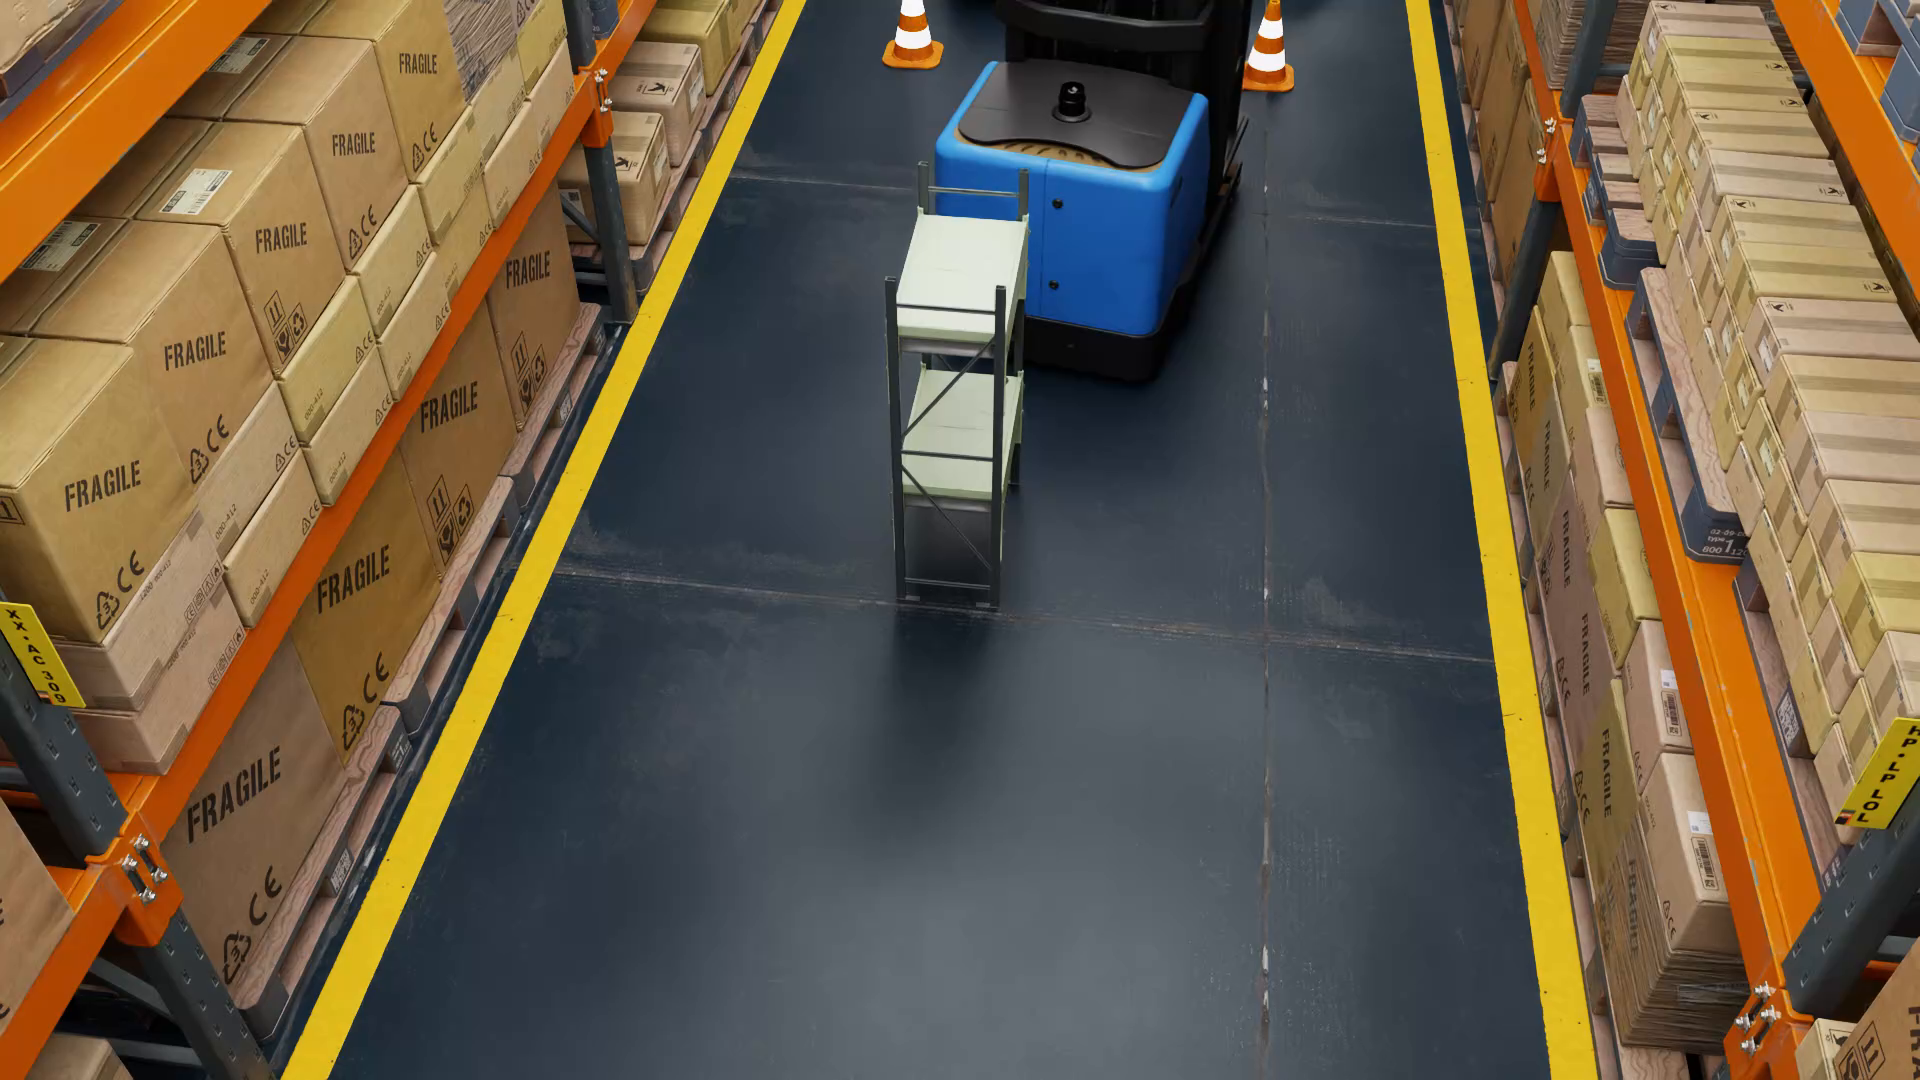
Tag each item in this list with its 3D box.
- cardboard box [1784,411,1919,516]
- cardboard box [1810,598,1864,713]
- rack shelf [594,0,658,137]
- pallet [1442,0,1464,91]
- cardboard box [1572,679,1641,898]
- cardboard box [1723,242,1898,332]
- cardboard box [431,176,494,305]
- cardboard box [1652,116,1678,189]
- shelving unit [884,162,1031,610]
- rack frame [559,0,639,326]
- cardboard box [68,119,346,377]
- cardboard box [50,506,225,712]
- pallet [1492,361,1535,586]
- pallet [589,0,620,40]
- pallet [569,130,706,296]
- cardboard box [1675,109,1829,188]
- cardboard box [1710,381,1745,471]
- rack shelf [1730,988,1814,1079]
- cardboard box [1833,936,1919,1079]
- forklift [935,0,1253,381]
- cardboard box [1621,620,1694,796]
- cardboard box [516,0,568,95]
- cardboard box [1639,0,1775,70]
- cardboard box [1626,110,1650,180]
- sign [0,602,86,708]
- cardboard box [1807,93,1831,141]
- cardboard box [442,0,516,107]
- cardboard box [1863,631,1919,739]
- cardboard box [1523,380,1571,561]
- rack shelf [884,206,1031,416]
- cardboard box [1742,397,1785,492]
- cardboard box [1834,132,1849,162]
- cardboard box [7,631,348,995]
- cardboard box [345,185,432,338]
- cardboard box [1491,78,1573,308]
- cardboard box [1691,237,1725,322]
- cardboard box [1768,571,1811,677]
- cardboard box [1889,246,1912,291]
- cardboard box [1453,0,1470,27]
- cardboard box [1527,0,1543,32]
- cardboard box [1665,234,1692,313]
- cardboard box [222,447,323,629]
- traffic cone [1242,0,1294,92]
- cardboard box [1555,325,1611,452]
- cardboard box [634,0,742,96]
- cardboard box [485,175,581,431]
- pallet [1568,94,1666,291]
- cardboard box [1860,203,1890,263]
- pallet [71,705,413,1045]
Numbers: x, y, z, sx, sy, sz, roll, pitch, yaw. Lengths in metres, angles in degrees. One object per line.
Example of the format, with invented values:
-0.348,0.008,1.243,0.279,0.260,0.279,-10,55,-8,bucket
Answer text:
2.329,-0.180,4.203,0.380,0.149,0.250,5,44,5,cardboard box
2.255,0.289,3.924,0.380,0.149,0.250,6,44,6,cardboard box
-1.763,-3.282,8.558,1.077,0.370,4.000,5,44,6,rack shelf
3.394,-2.980,9.744,1.003,0.211,1.213,5,44,6,pallet
2.280,0.805,5.231,0.500,0.500,0.500,4,44,5,cardboard box
2.431,-0.714,4.767,0.380,0.149,0.250,5,44,5,cardboard box
-1.971,-1.066,5.804,0.500,0.250,0.500,5,44,5,cardboard box
2.564,-1.290,5.592,0.380,0.149,0.250,4,44,4,cardboard box
0.001,-0.549,6.239,0.431,1.500,0.755,5,44,6,shelving unit
-2.027,-2.180,6.871,1.000,3.000,0.127,5,44,6,rack frame
-2.104,-0.818,4.633,0.500,0.500,0.500,4,44,4,cardboard box
-2.218,0.144,4.161,0.500,0.250,0.500,4,44,4,cardboard box
2.788,-0.254,6.865,1.003,0.211,1.213,5,44,6,pallet
-2.038,-2.606,7.460,1.213,0.211,1.003,5,44,6,pallet
-1.922,-1.700,8.392,1.003,0.211,1.213,5,44,6,pallet
2.534,-1.249,5.332,0.380,0.149,0.250,4,44,4,cardboard box
2.389,-0.311,4.774,0.380,0.149,0.250,7,44,7,cardboard box
2.100,2.551,2.397,1.077,0.370,4.000,5,44,6,rack shelf
2.049,1.097,3.121,0.500,0.500,0.500,5,44,5,cardboard box
0.824,-2.801,7.576,1.130,2.935,3.031,13,45,13,forklift
2.293,0.530,4.976,0.500,0.250,0.500,7,44,7,cardboard box
-1.839,-1.954,6.378,0.500,0.250,0.500,5,44,5,cardboard box
2.639,-1.776,5.889,0.380,0.149,0.250,5,44,6,cardboard box
2.598,-1.391,5.915,0.380,0.149,0.250,7,44,8,cardboard box
-2.006,0.252,3.615,0.100,0.325,0.005,5,44,6,sign
3.283,-1.483,6.011,0.380,0.149,0.250,6,44,6,cardboard box
-1.896,-1.853,5.726,0.500,0.500,0.500,6,44,6,cardboard box
2.224,0.358,3.635,0.380,0.149,0.250,7,44,7,cardboard box
2.483,-0.242,6.337,0.500,0.500,0.500,6,44,6,cardboard box
0.001,-0.833,5.971,0.431,0.370,0.720,5,44,6,rack shelf
2.358,-0.244,4.487,0.380,0.149,0.250,3,44,3,cardboard box
3.245,-1.408,5.717,0.380,0.149,0.250,7,44,7,cardboard box
-2.553,0.735,5.032,0.875,0.875,0.875,6,44,7,cardboard box
-2.019,-0.900,5.264,0.500,0.250,0.500,4,44,4,cardboard box
3.063,-1.542,7.527,1.050,0.750,0.750,5,44,5,cardboard box
2.461,-0.780,5.053,0.380,0.149,0.250,5,44,5,cardboard box
2.289,0.230,4.203,0.380,0.149,0.250,5,44,5,cardboard box
3.144,-0.889,5.168,0.380,0.149,0.250,5,44,5,cardboard box
3.429,-3.430,9.521,1.050,0.750,0.750,5,44,5,cardboard box
2.754,-2.507,7.143,0.500,0.500,0.500,5,44,6,cardboard box
2.496,-0.842,5.334,0.380,0.149,0.250,7,44,7,cardboard box
-2.169,-0.029,4.708,0.500,0.250,0.500,4,44,4,cardboard box
1.748,-2.828,9.400,0.336,0.463,0.334,5,44,6,traffic cone
2.495,-0.523,6.088,0.500,0.250,0.500,5,44,5,cardboard box
-1.747,-2.783,9.113,0.950,0.372,0.625,7,44,7,cardboard box
-2.201,-1.098,6.968,0.875,0.875,0.875,5,44,5,cardboard box
2.904,-1.234,6.011,1.213,0.211,1.003,5,44,6,pallet
3.178,-0.969,5.469,0.380,0.149,0.250,5,44,5,cardboard box
-2.529,1.025,5.513,1.003,0.211,1.213,5,44,6,pallet
